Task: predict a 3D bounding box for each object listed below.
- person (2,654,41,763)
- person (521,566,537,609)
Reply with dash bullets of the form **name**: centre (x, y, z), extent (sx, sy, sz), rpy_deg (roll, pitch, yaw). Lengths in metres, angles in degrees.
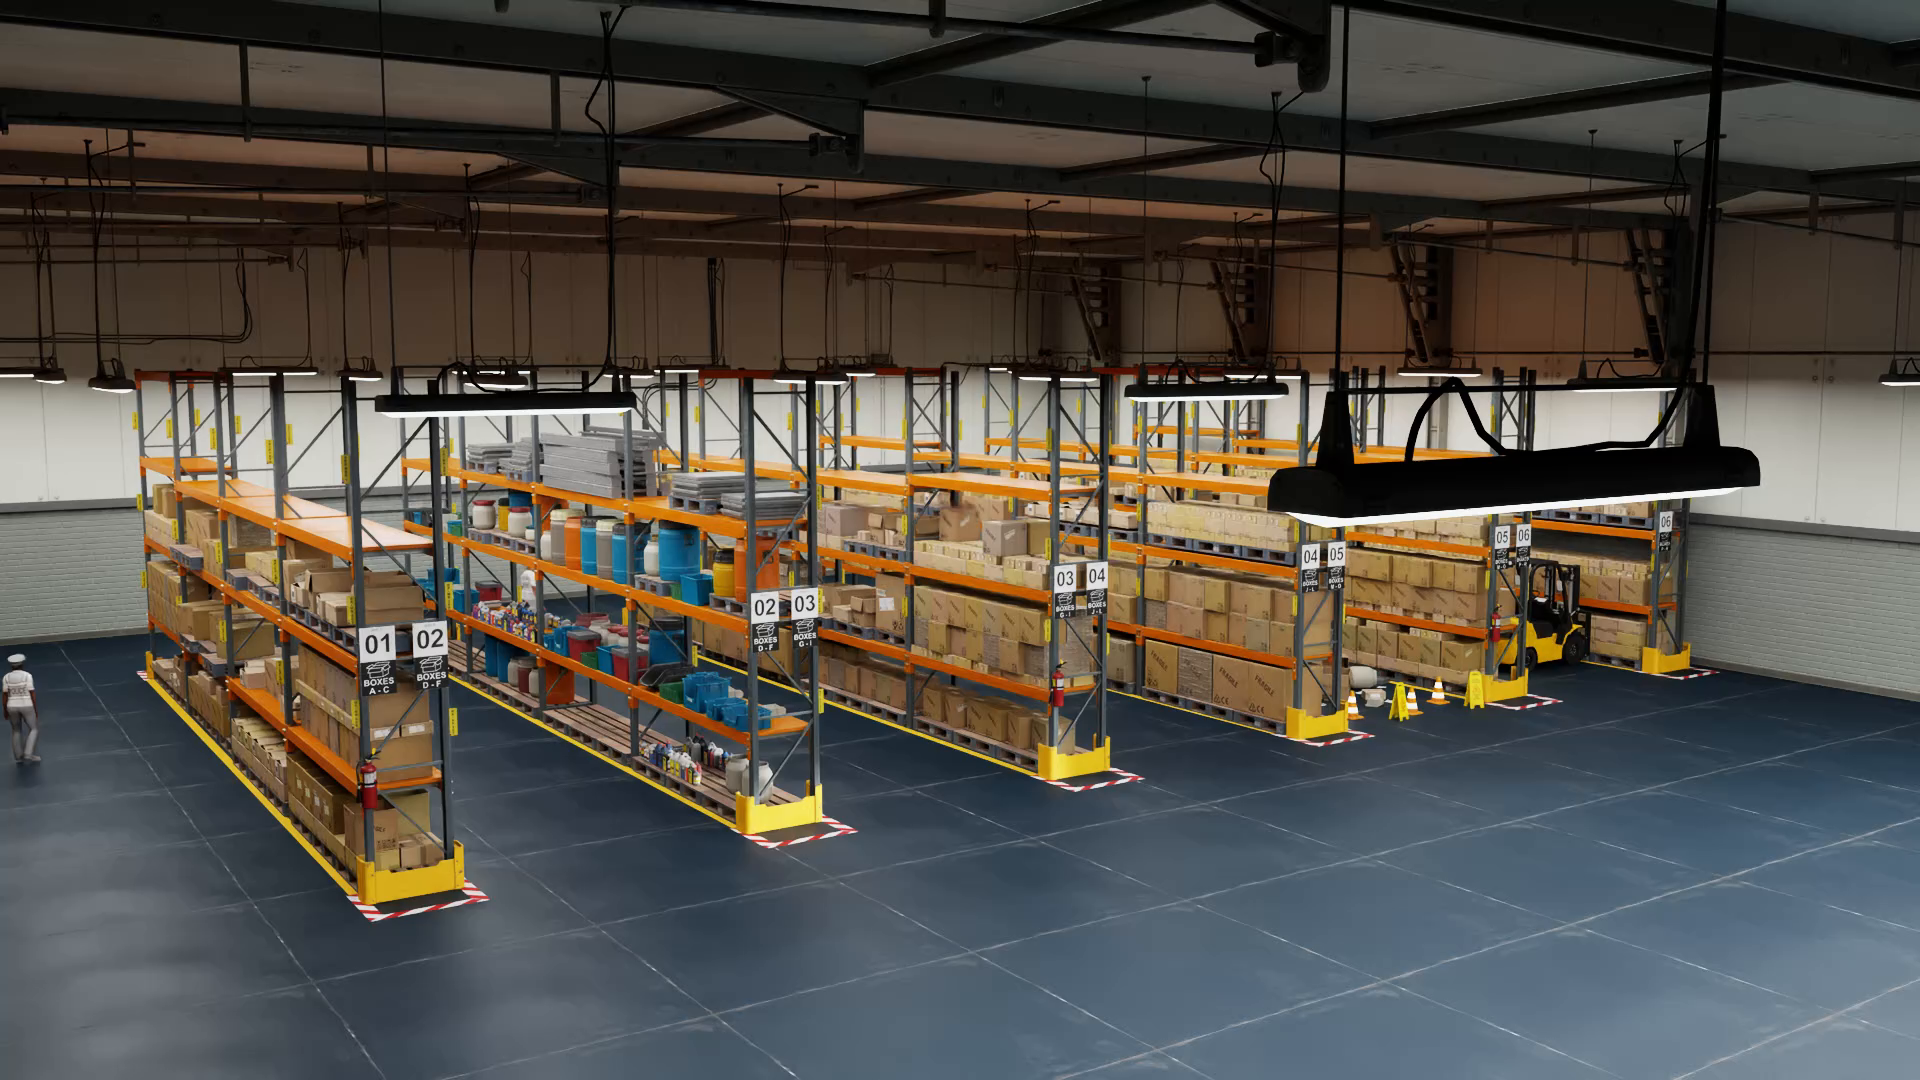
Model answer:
- **person**: centre (-14.499, 2.611, 25.658), extent (0.503, 1.679, 0.490), rpy_deg (-1, 7, -10)
- **person**: centre (-9.509, 1.303, 36.776), extent (0.819, 1.737, 0.579), rpy_deg (-6, 9, -42)
